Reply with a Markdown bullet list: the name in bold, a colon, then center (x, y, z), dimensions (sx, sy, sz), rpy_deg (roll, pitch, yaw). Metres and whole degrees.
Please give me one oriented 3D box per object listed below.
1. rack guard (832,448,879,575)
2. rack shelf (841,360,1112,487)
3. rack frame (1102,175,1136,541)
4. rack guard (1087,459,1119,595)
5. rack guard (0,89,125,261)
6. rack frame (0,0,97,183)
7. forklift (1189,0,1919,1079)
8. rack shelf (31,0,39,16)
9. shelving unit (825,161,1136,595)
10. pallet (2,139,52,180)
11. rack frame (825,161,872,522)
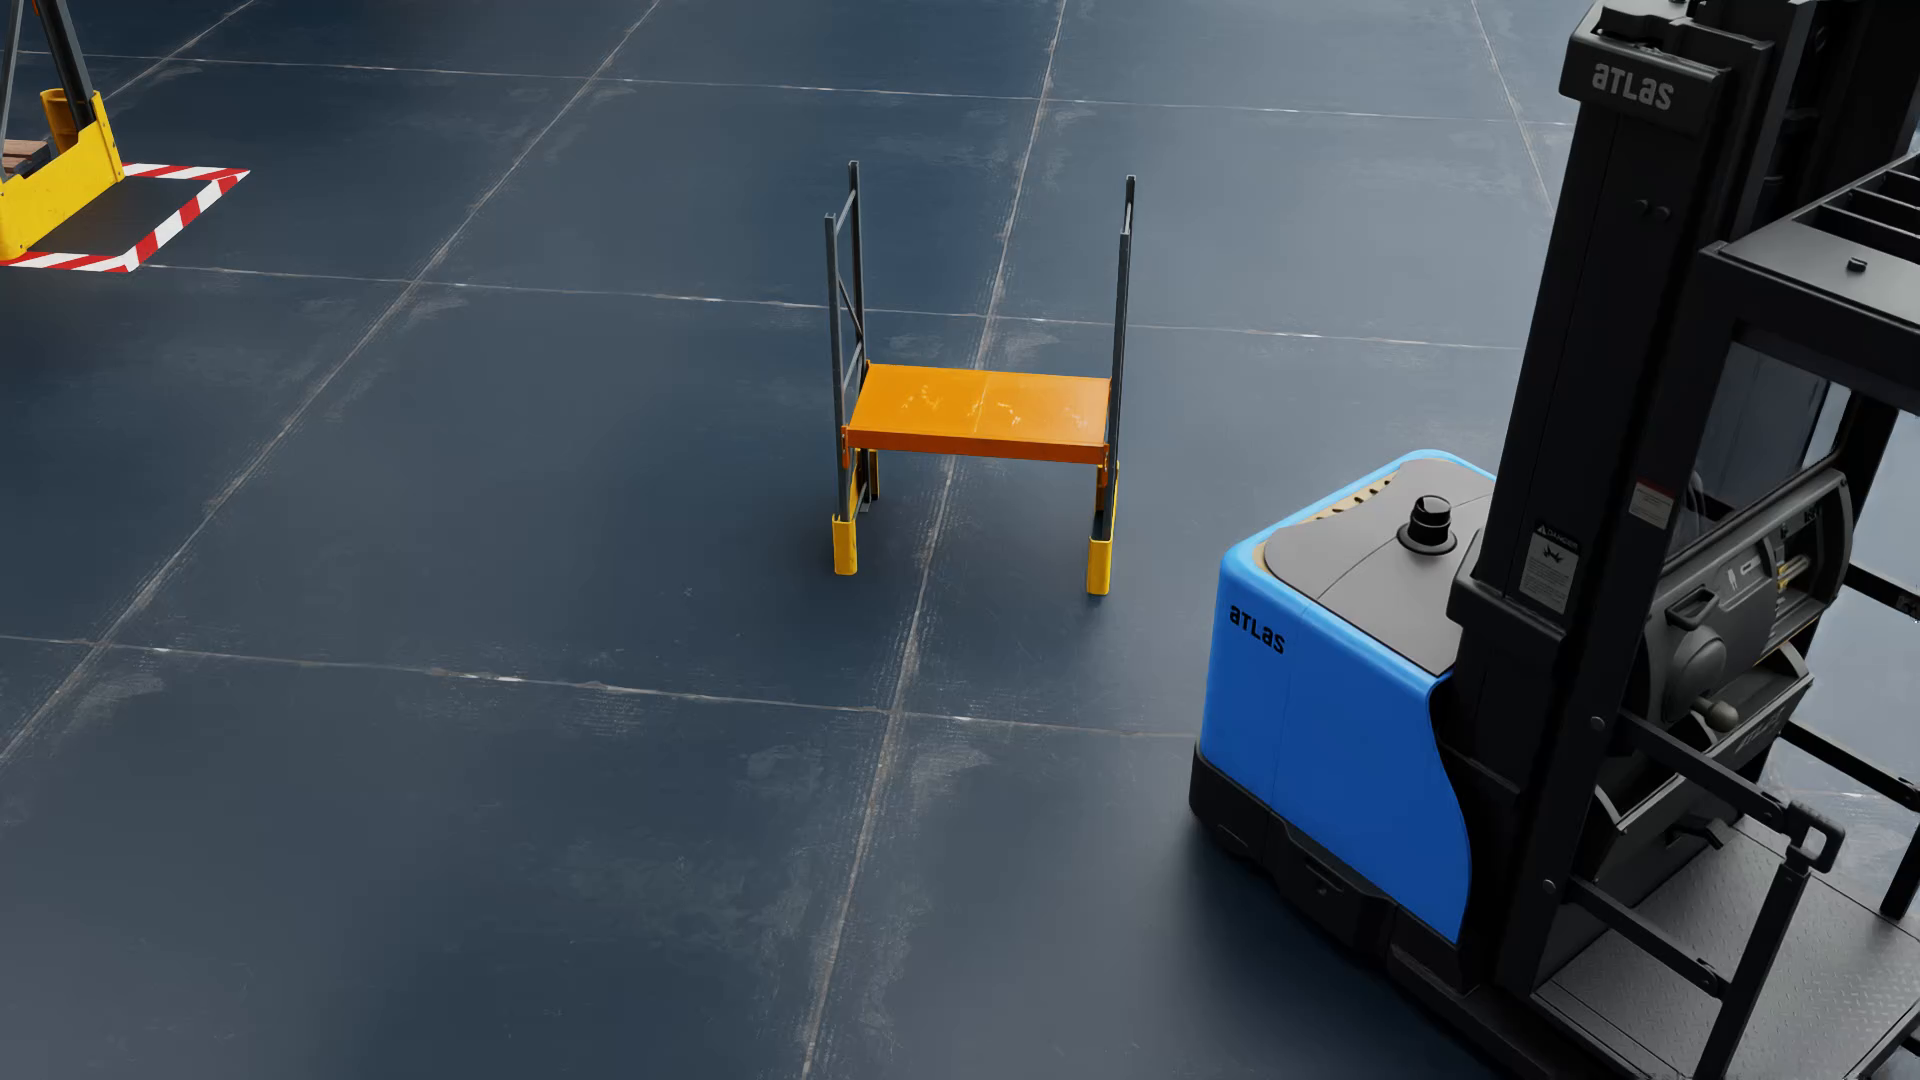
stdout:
- **rack guard**: center (-0.418, -0.133, 6.721), dimensions (0.087, 0.250, 0.587), rpy_deg (4, 36, 6)
- **rack shelf**: center (0.085, -0.458, 6.410), dimensions (1.000, 0.185, 0.538), rpy_deg (4, 36, 6)
- **rack frame**: center (0.589, -0.567, 6.253), dimensions (0.032, 1.500, 0.500), rpy_deg (4, 36, 6)
- **rack guard**: center (0.570, -0.059, 6.618), dimensions (0.087, 0.250, 0.587), rpy_deg (4, 36, 6)
- **rack guard**: center (-5.120, -2.030, 9.164), dimensions (0.348, 0.500, 1.175), rpy_deg (4, 36, 6)
- **rack frame**: center (-5.039, -3.069, 8.468), dimensions (0.127, 3.000, 1.000), rpy_deg (4, 36, 6)
- **forklift**: center (2.063, 0.207, 3.937), dimensions (1.130, 2.935, 3.031), rpy_deg (-25, 43, -31)
- **rack shelf**: center (-7.023, -2.924, 8.884), dimensions (4.000, 0.370, 1.077), rpy_deg (4, 36, 6)
- **shelving unit**: center (0.076, -0.605, 6.306), dimensions (1.083, 1.500, 0.587), rpy_deg (4, 36, 6)
- **pallet**: center (-5.925, -1.975, 9.336), dimensions (1.213, 0.211, 1.003), rpy_deg (4, 36, 6)
- **rack frame**: center (-0.420, -0.642, 6.358), dimensions (0.032, 1.500, 0.500), rpy_deg (4, 36, 6)
